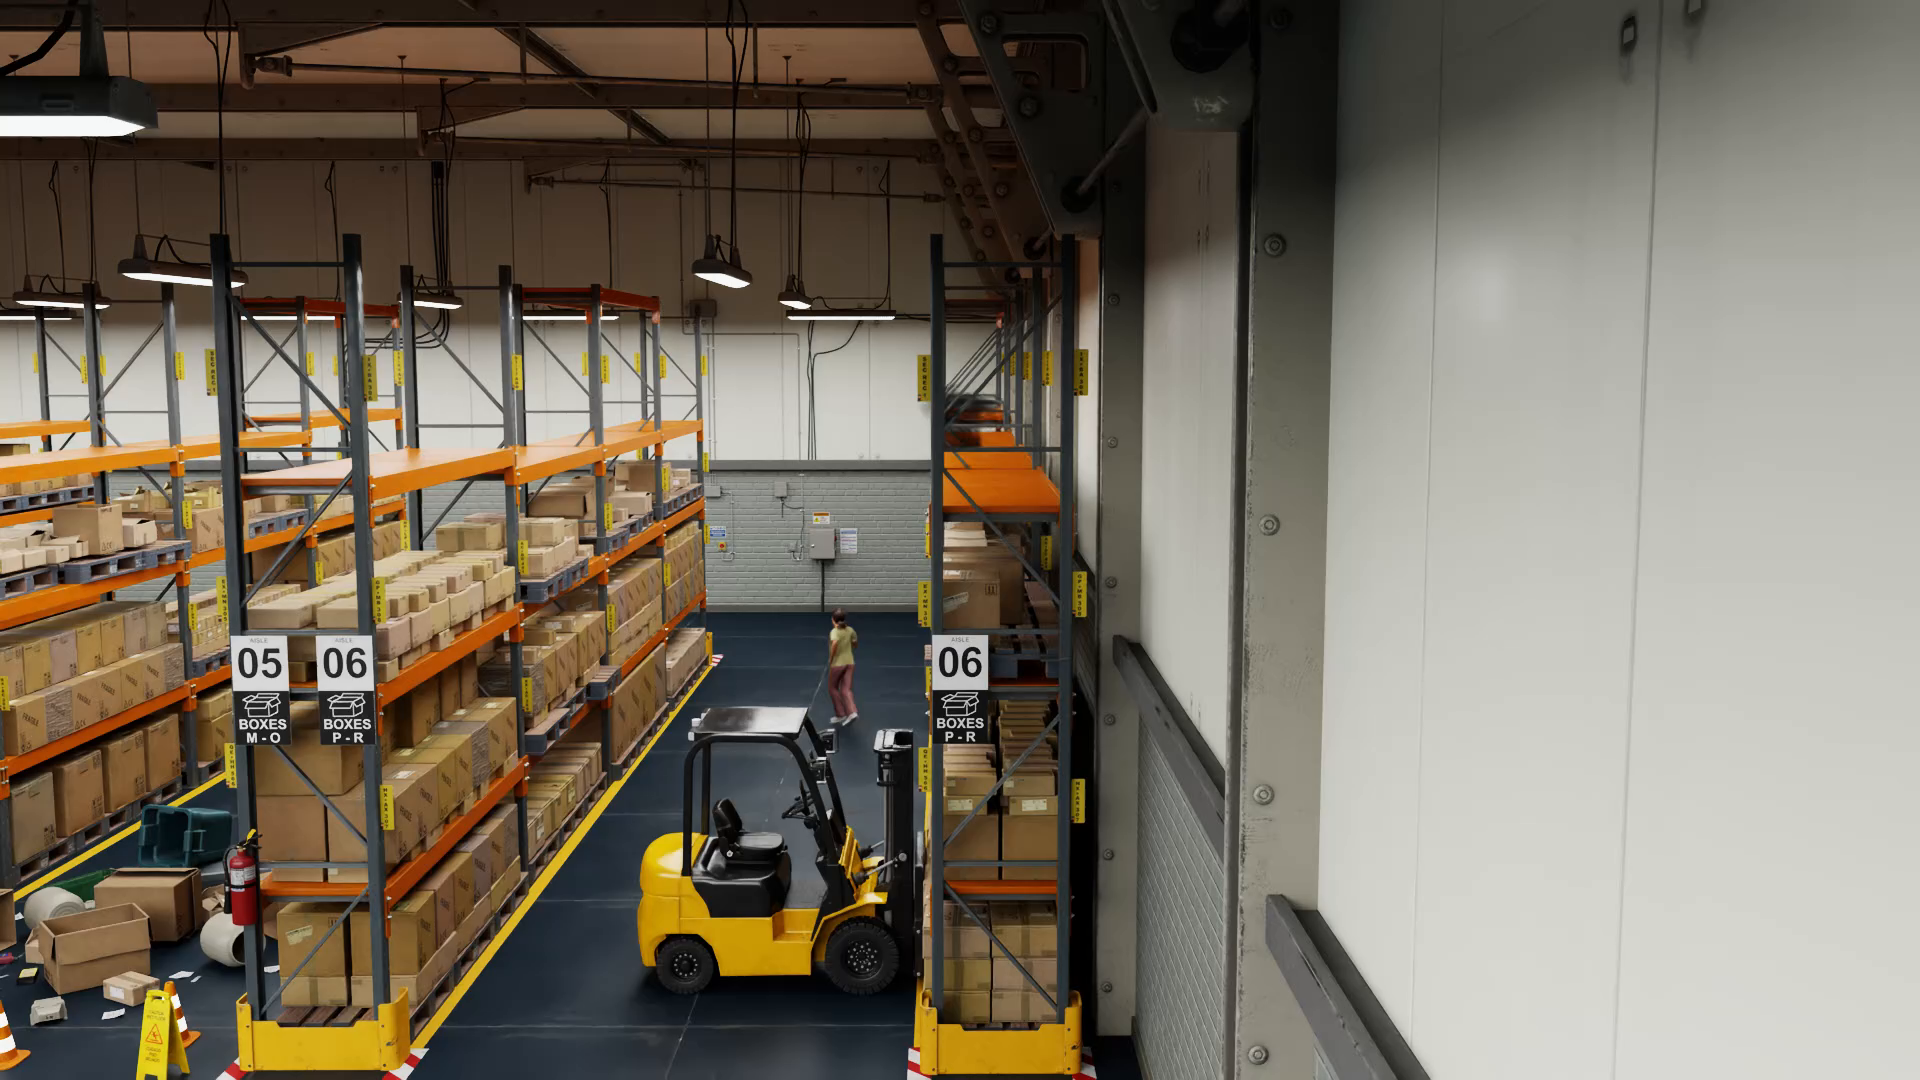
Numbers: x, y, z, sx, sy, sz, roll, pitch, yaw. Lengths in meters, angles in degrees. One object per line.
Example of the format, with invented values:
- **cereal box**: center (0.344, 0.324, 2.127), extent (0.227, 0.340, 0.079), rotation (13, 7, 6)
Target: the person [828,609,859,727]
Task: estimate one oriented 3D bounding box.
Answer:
- **person**: center (-1.577, 1.791, 23.149), extent (0.550, 1.639, 0.835), rotation (-4, 8, -34)
